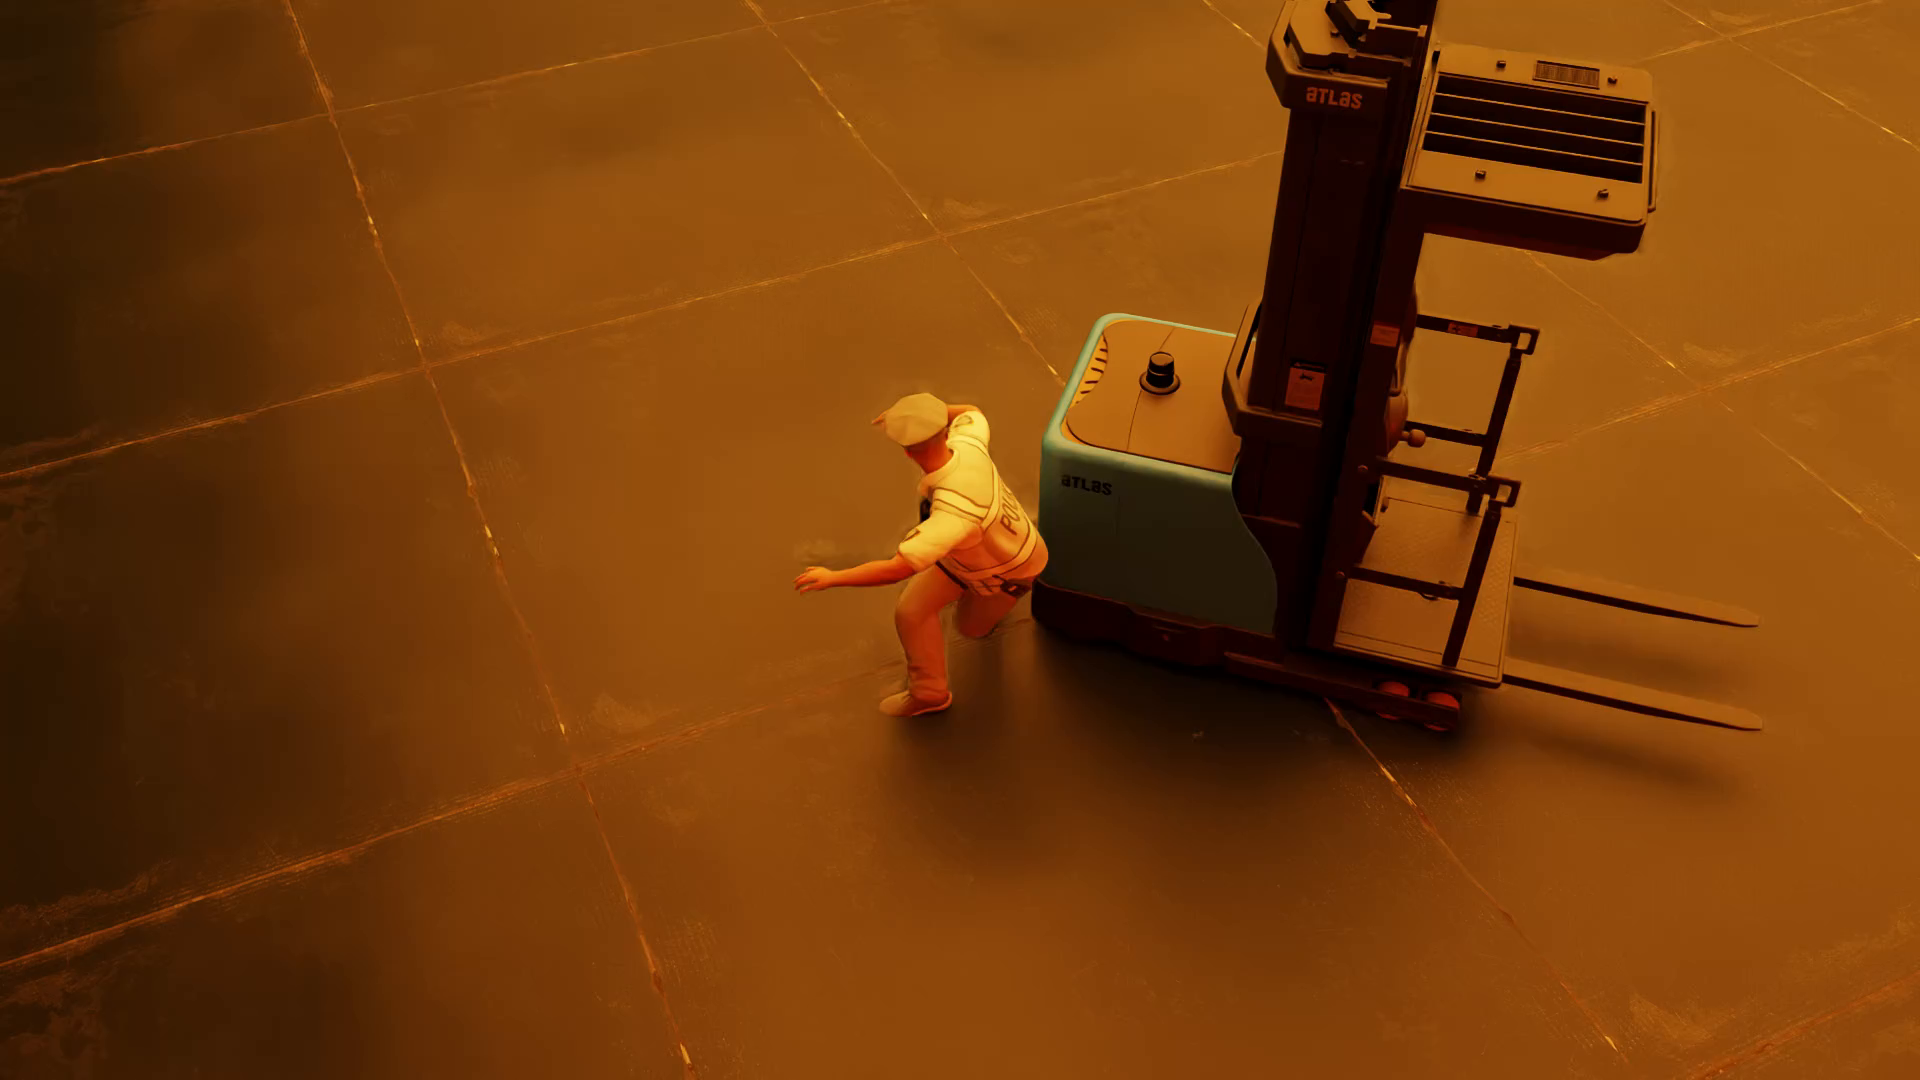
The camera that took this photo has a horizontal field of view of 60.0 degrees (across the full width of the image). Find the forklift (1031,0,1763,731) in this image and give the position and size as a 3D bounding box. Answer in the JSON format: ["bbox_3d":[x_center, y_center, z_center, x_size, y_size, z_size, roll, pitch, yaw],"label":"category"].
[{"bbox_3d":[1.891,-0.683,6.412,3.031,2.935,1.130,13,44,13],"label":"forklift"}]

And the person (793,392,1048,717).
[{"bbox_3d":[-0.195,0.018,6.738,1.130,1.552,0.916,-19,46,-19],"label":"person"}]
